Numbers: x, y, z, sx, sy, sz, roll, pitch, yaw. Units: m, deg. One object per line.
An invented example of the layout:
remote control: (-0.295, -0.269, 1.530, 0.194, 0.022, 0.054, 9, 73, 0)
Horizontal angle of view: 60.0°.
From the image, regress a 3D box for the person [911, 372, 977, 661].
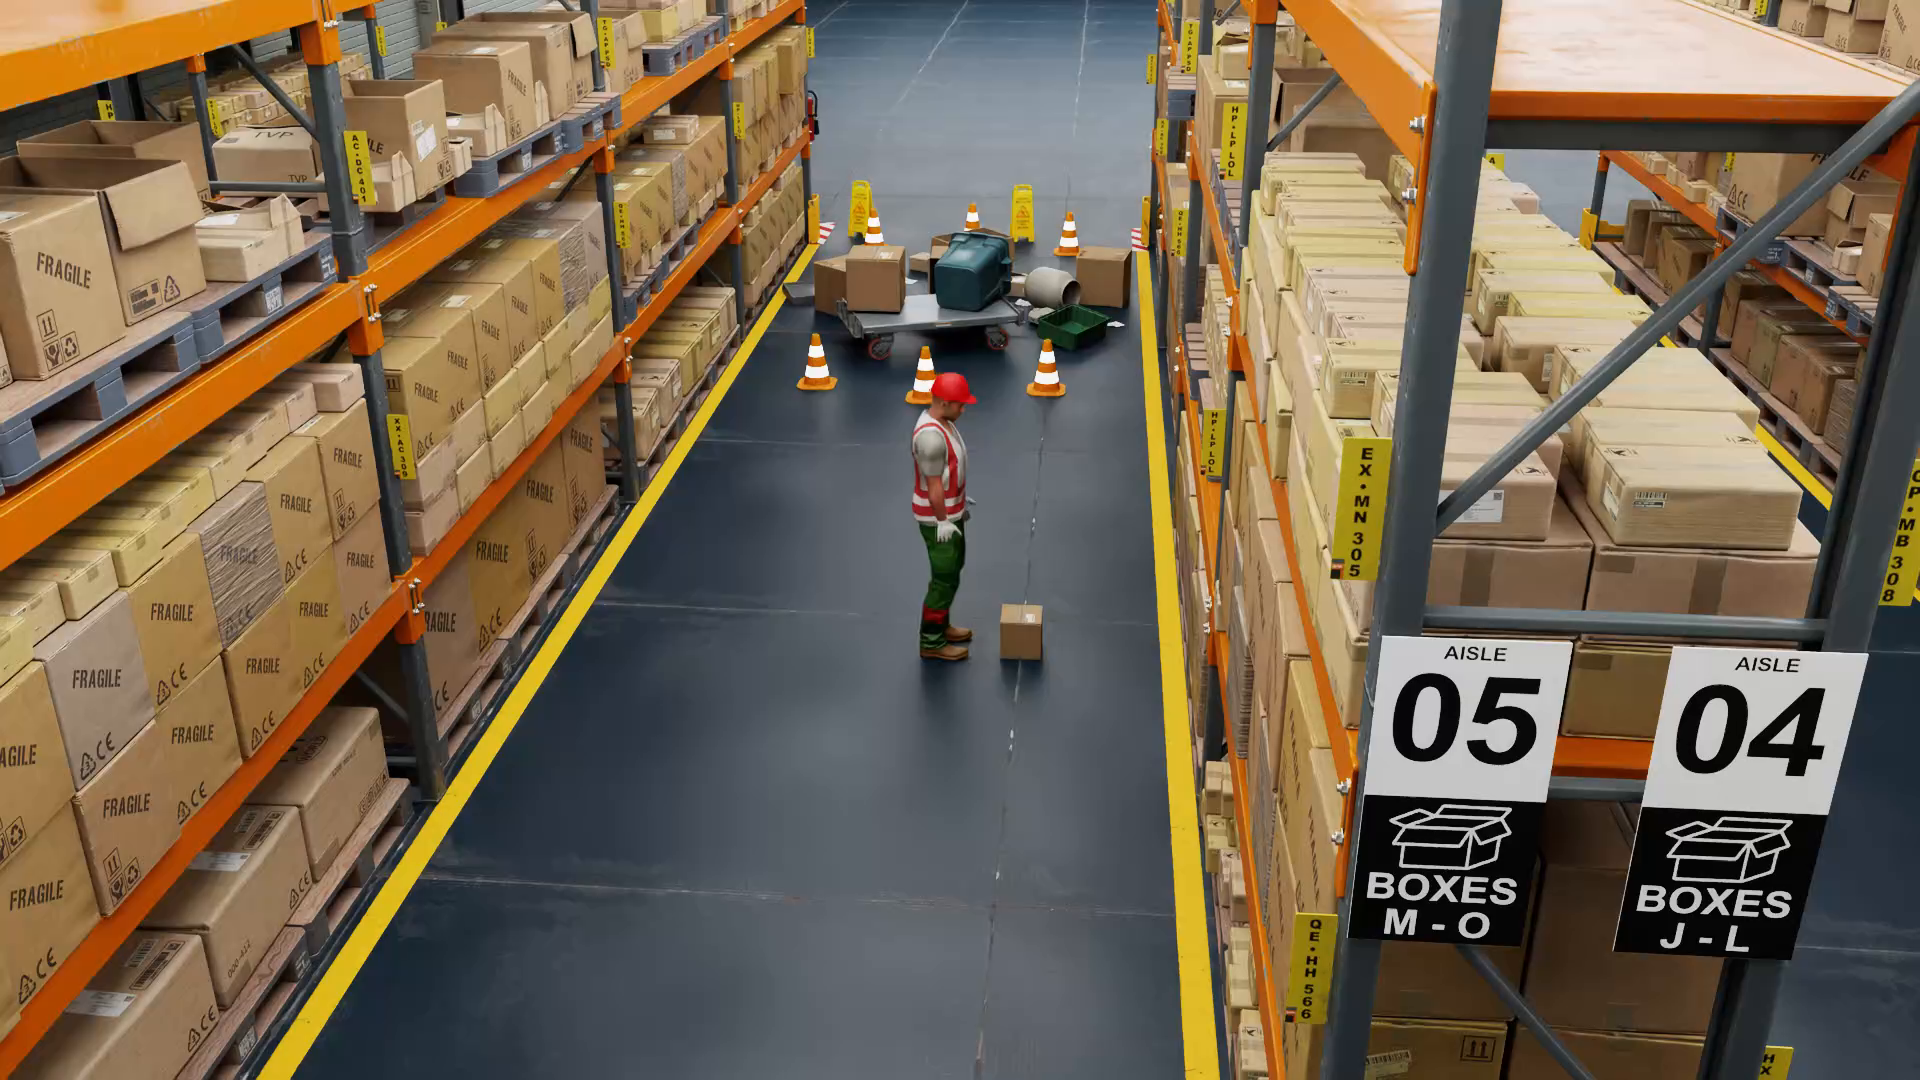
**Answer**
person: (-0.089, -0.156, 9.940, 0.377, 1.770, 0.531, 2, 24, 5)
